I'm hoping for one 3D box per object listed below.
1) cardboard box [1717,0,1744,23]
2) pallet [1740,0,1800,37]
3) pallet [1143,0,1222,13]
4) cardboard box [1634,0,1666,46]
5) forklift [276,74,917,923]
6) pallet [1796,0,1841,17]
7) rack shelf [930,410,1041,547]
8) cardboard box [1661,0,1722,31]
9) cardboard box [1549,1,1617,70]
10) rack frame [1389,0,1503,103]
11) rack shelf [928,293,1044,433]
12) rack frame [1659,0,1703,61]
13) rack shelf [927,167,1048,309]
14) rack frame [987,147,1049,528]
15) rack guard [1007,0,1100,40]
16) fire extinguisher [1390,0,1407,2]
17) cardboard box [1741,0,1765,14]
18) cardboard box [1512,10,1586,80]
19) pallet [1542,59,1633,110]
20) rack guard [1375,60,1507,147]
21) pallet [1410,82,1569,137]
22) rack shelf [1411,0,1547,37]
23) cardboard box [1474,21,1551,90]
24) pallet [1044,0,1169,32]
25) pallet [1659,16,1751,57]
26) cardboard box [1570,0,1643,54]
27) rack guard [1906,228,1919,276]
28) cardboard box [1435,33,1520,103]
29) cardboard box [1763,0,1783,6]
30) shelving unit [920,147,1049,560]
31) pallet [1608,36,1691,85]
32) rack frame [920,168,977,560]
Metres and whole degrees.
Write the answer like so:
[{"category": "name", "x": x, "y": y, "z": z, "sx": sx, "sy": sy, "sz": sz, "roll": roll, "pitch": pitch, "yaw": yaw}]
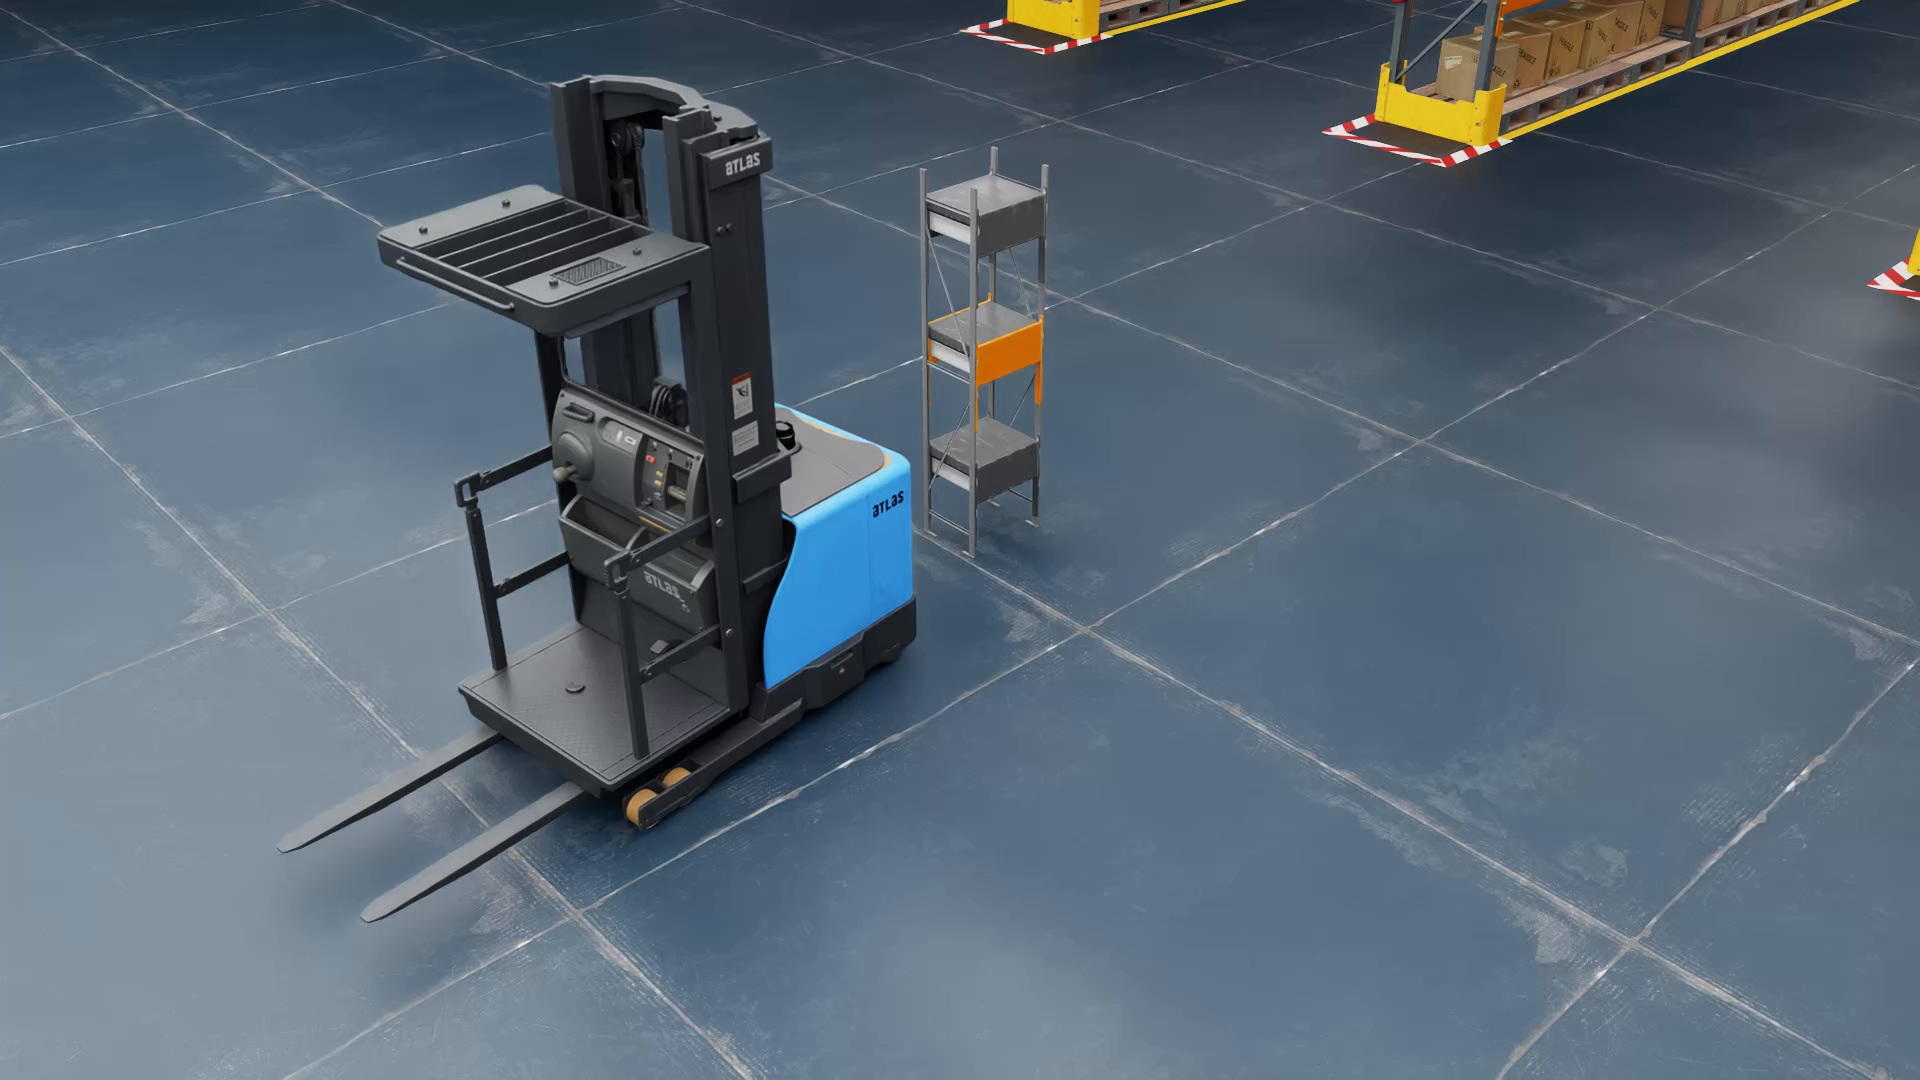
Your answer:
[{"category": "cardboard box", "x": 8.139, "y": -6.004, "z": 18.168, "sx": 0.500, "sy": 0.500, "sz": 0.700, "roll": -26, "pitch": 40, "yaw": -36}, {"category": "pallet", "x": 8.777, "y": -6.033, "z": 18.915, "sx": 1.213, "sy": 0.211, "sz": 1.003, "roll": -26, "pitch": 40, "yaw": -35}, {"category": "pallet", "x": 2.528, "y": -6.559, "z": 19.775, "sx": 1.213, "sy": 0.211, "sz": 1.003, "roll": -26, "pitch": 40, "yaw": -35}, {"category": "cardboard box", "x": 6.991, "y": -5.498, "z": 17.359, "sx": 0.500, "sy": 0.500, "sz": 0.500, "roll": -27, "pitch": 41, "yaw": -37}, {"category": "forklift", "x": -1.555, "y": -0.299, "z": 6.929, "sx": 1.130, "sy": 2.935, "sz": 3.031, "roll": 24, "pitch": 39, "yaw": 34}, {"category": "pallet", "x": 9.671, "y": -6.464, "z": 19.619, "sx": 1.213, "sy": 0.211, "sz": 1.003, "roll": -26, "pitch": 40, "yaw": -35}, {"category": "rack shelf", "x": 0.121, "y": -0.346, "z": 9.171, "sx": 0.480, "sy": 0.518, "sz": 0.431, "roll": -26, "pitch": 40, "yaw": -35}, {"category": "cardboard box", "x": 7.777, "y": -5.842, "z": 17.903, "sx": 0.700, "sy": 0.500, "sz": 0.500, "roll": 26, "pitch": 40, "yaw": 35}, {"category": "cardboard box", "x": 6.175, "y": -5.041, "z": 16.613, "sx": 0.500, "sy": 0.500, "sz": 0.500, "roll": 25, "pitch": 39, "yaw": 35}, {"category": "rack frame", "x": 4.379, "y": -5.093, "z": 14.703, "sx": 0.127, "sy": 3.000, "sz": 1.000, "roll": -26, "pitch": 40, "yaw": -35}, {"category": "rack shelf", "x": 0.121, "y": -0.943, "z": 8.805, "sx": 0.480, "sy": 0.518, "sz": 0.431, "roll": -26, "pitch": 40, "yaw": -35}, {"category": "rack frame", "x": 7.312, "y": -6.511, "z": 17.023, "sx": 0.127, "sy": 3.000, "sz": 1.000, "roll": -26, "pitch": 40, "yaw": -35}, {"category": "rack shelf", "x": 0.121, "y": -1.540, "z": 8.440, "sx": 0.480, "sy": 0.518, "sz": 0.431, "roll": -26, "pitch": 40, "yaw": -35}, {"category": "rack frame", "x": 0.300, "y": -1.041, "z": 8.940, "sx": 0.015, "sy": 2.100, "sz": 0.400, "roll": -26, "pitch": 40, "yaw": -35}, {"category": "rack guard", "x": 1.035, "y": -5.966, "z": 18.527, "sx": 0.348, "sy": 0.500, "sz": 1.175, "roll": -26, "pitch": 40, "yaw": -35}, {"category": "fire extinguisher", "x": 3.981, "y": -5.195, "z": 14.945, "sx": 0.183, "sy": 0.674, "sz": 0.296, "roll": -26, "pitch": 40, "yaw": -35}, {"category": "cardboard box", "x": 8.549, "y": -6.203, "z": 18.493, "sx": 0.700, "sy": 0.500, "sz": 0.500, "roll": 25, "pitch": 40, "yaw": 35}, {"category": "cardboard box", "x": 5.735, "y": -4.860, "z": 16.317, "sx": 0.500, "sy": 0.500, "sz": 0.500, "roll": -22, "pitch": 38, "yaw": -31}, {"category": "pallet", "x": 5.948, "y": -4.635, "z": 16.628, "sx": 1.213, "sy": 0.211, "sz": 1.003, "roll": -26, "pitch": 40, "yaw": -35}, {"category": "rack guard", "x": 4.434, "y": -4.053, "z": 15.399, "sx": 0.348, "sy": 0.500, "sz": 1.175, "roll": -26, "pitch": 40, "yaw": -35}, {"category": "pallet", "x": 5.054, "y": -4.205, "z": 15.924, "sx": 1.213, "sy": 0.211, "sz": 1.003, "roll": -26, "pitch": 40, "yaw": -35}, {"category": "rack shelf", "x": 5.845, "y": -5.495, "z": 16.051, "sx": 4.000, "sy": 0.370, "sz": 1.077, "roll": -26, "pitch": 40, "yaw": -35}, {"category": "cardboard box", "x": 5.263, "y": -4.646, "z": 15.966, "sx": 0.500, "sy": 0.500, "sz": 0.500, "roll": -15, "pitch": 35, "yaw": -23}, {"category": "pallet", "x": 1.634, "y": -6.129, "z": 19.070, "sx": 1.213, "sy": 0.211, "sz": 1.003, "roll": -26, "pitch": 40, "yaw": -35}, {"category": "pallet", "x": 7.882, "y": -5.599, "z": 18.203, "sx": 1.213, "sy": 0.211, "sz": 1.003, "roll": -26, "pitch": 40, "yaw": -35}, {"category": "cardboard box", "x": 6.576, "y": -5.292, "z": 17.022, "sx": 0.500, "sy": 0.500, "sz": 0.500, "roll": -13, "pitch": 34, "yaw": -21}, {"category": "rack guard", "x": 7.659, "y": -2.084, "z": 12.180, "sx": 0.348, "sy": 0.500, "sz": 1.175, "roll": -26, "pitch": 40, "yaw": -35}, {"category": "cardboard box", "x": 4.848, "y": -4.420, "z": 15.597, "sx": 0.500, "sy": 0.500, "sz": 0.500, "roll": -18, "pitch": 36, "yaw": -27}, {"category": "cardboard box", "x": 8.958, "y": -6.401, "z": 18.817, "sx": 0.500, "sy": 0.500, "sz": 0.700, "roll": -22, "pitch": 38, "yaw": -32}, {"category": "shelving unit", "x": 0.121, "y": -0.955, "z": 8.798, "sx": 0.503, "sy": 2.100, "sz": 0.431, "roll": -26, "pitch": 40, "yaw": -35}, {"category": "pallet", "x": 6.843, "y": -5.070, "z": 17.339, "sx": 1.213, "sy": 0.211, "sz": 1.003, "roll": -26, "pitch": 40, "yaw": -35}, {"category": "rack frame", "x": -0.058, "y": -0.868, "z": 8.657, "sx": 0.015, "sy": 2.100, "sz": 0.400, "roll": -26, "pitch": 40, "yaw": -35}]
